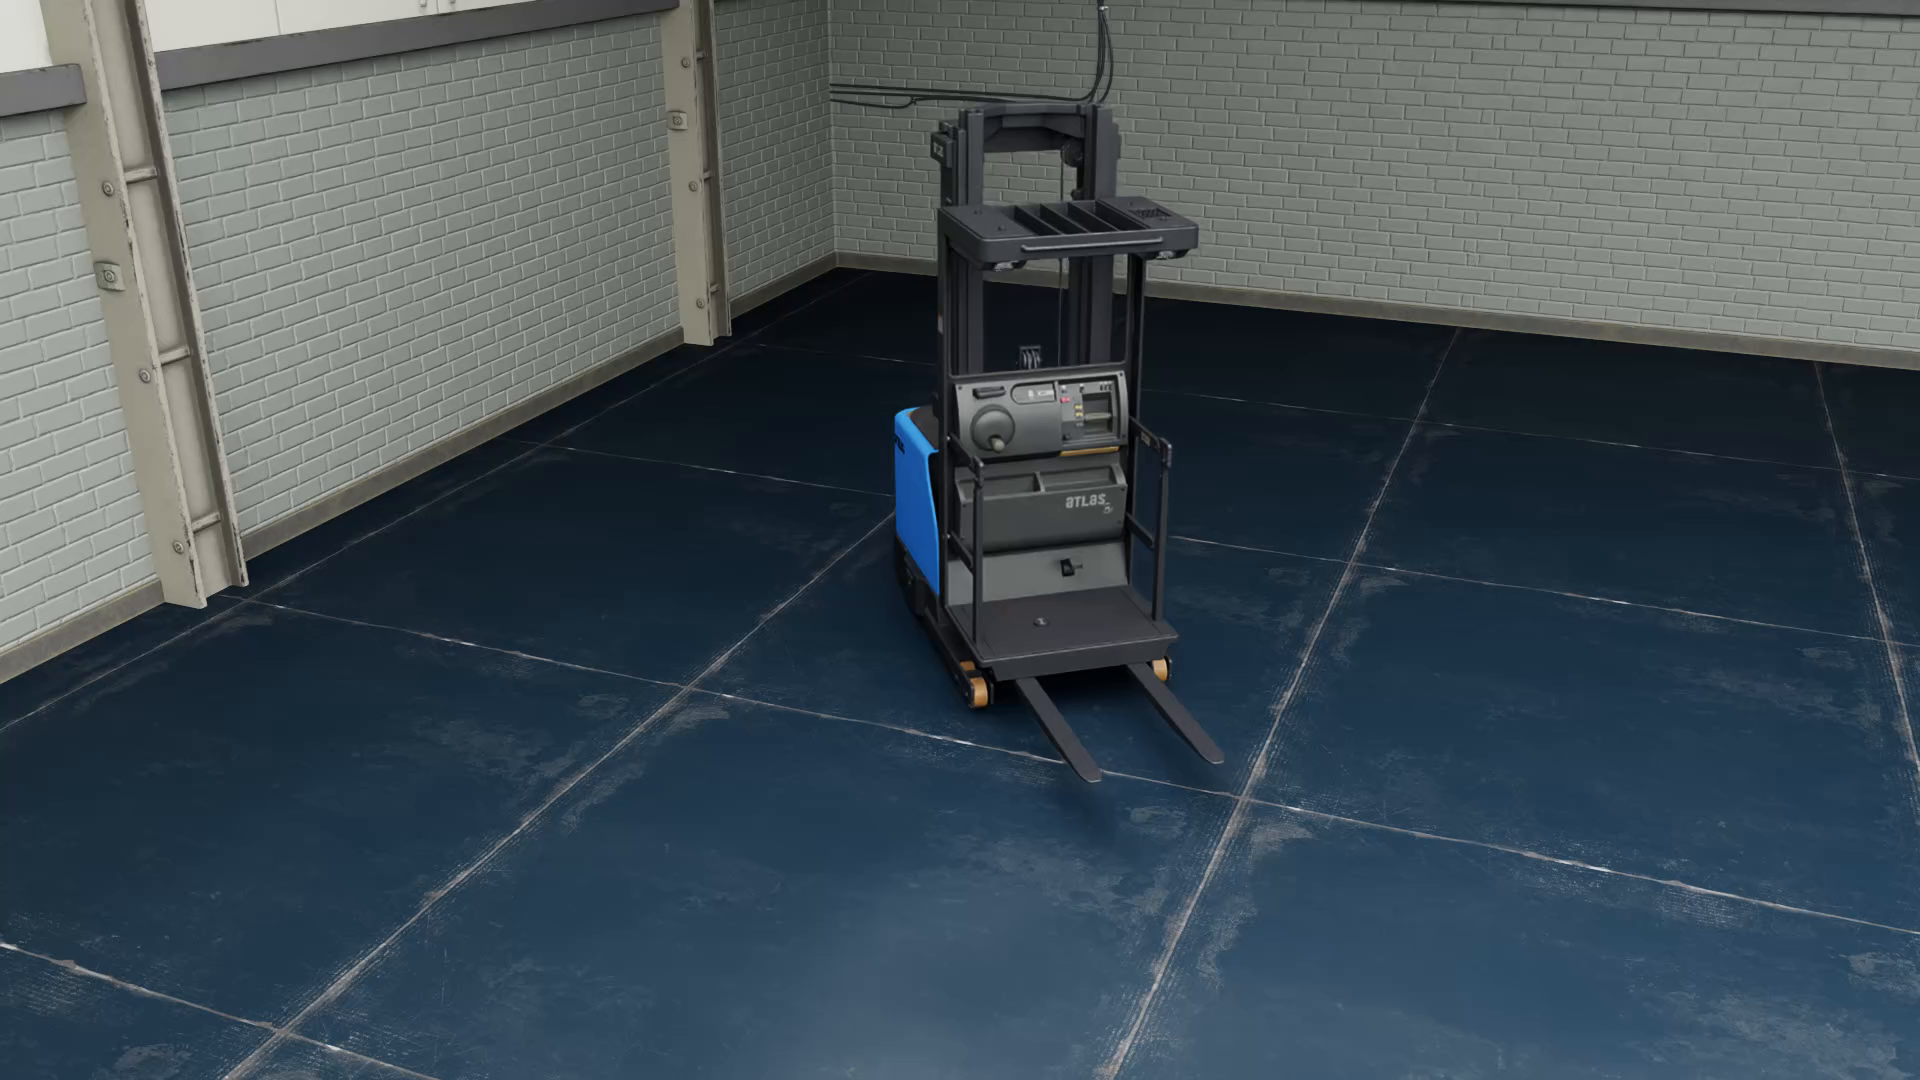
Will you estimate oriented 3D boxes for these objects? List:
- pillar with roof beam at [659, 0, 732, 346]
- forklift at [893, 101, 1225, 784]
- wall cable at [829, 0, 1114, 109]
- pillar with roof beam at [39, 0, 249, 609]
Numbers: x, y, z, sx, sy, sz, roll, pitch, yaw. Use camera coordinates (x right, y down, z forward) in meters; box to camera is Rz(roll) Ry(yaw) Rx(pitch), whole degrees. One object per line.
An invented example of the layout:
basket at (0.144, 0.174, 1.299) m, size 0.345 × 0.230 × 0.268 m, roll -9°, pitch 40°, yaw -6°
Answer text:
pillar with roof beam at (1.691, -5.370, 11.932) m, size 9.100 × 9.000 × 0.400 m, roll 9°, pitch 24°, yaw 20°
forklift at (0.492, -0.643, 8.486) m, size 1.130 × 2.935 × 3.031 m, roll -6°, pitch 23°, yaw -15°
wall cable at (0.016, -5.419, 16.076) m, size 3.097 × 2.526 × 0.112 m, roll 9°, pitch 24°, yaw 20°
pillar with roof beam at (-0.538, -3.223, 6.791) m, size 9.100 × 9.000 × 0.400 m, roll 9°, pitch 24°, yaw 20°
